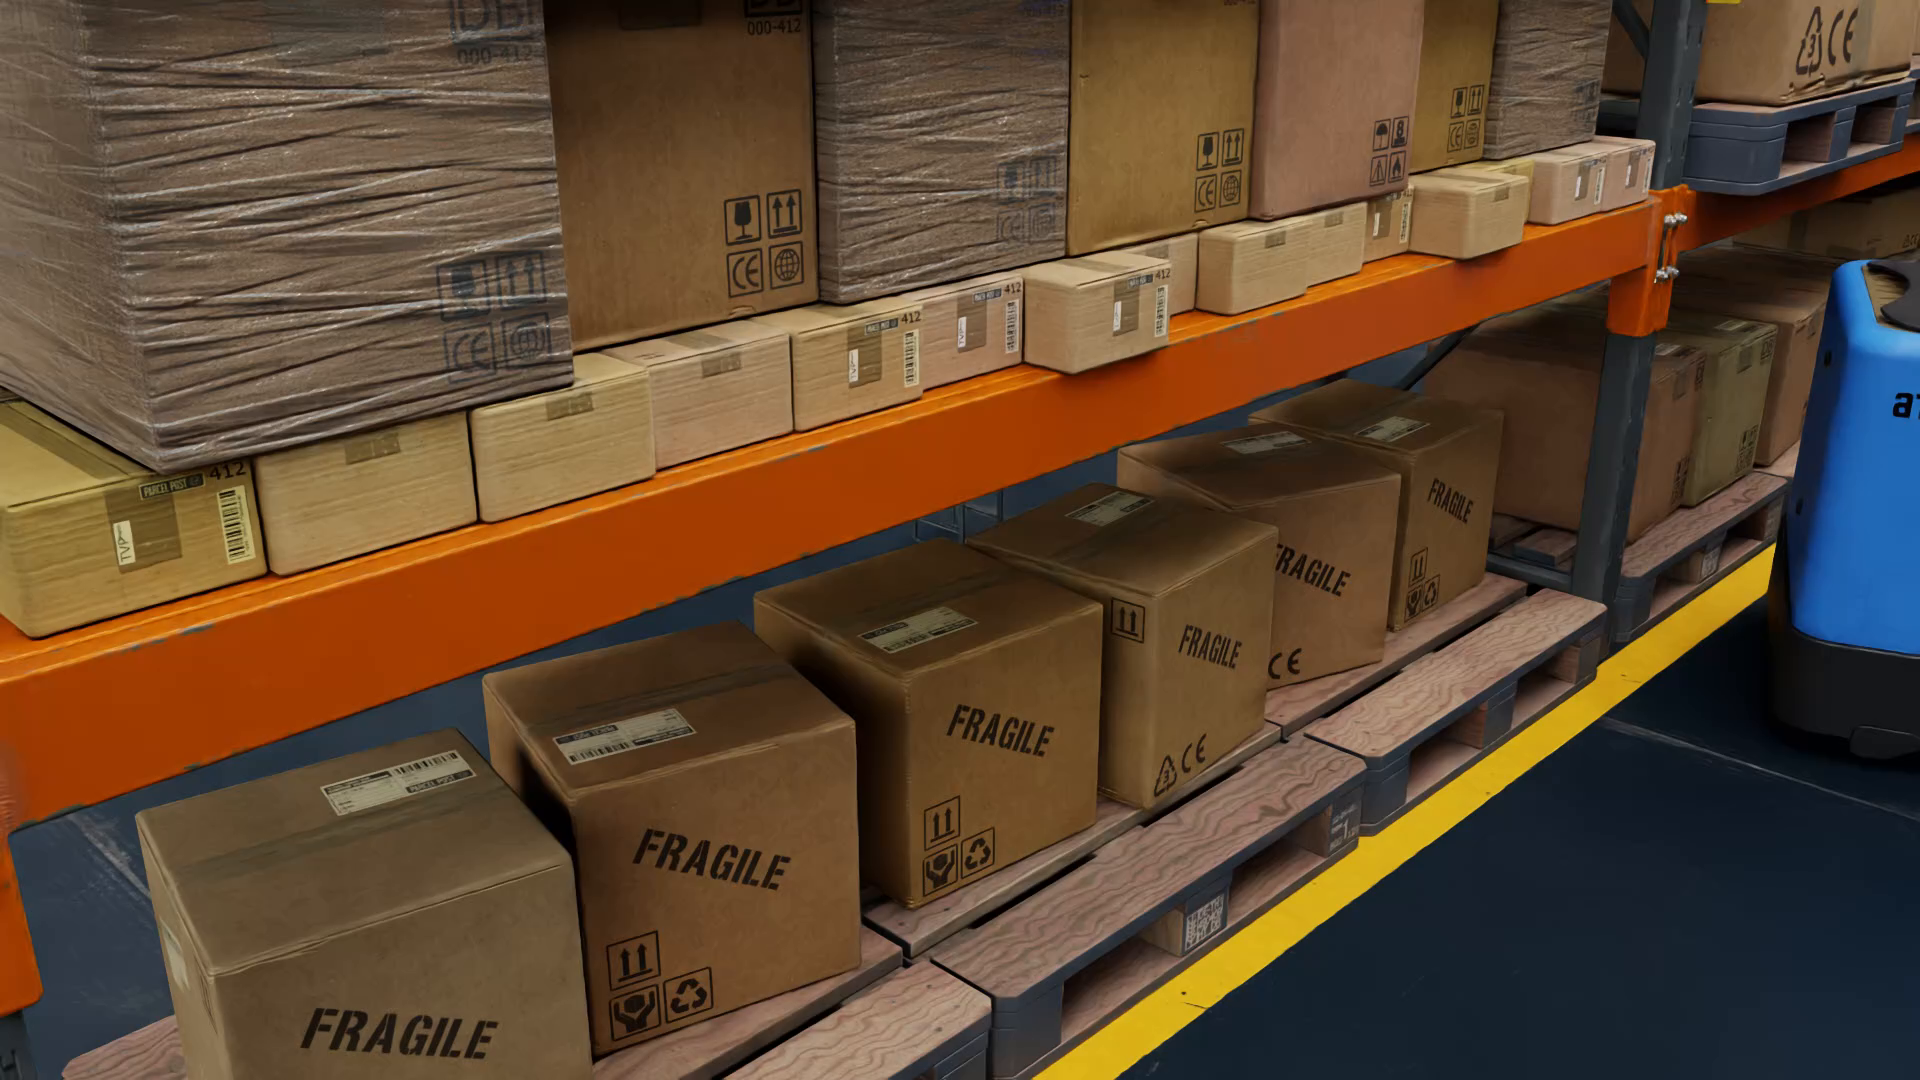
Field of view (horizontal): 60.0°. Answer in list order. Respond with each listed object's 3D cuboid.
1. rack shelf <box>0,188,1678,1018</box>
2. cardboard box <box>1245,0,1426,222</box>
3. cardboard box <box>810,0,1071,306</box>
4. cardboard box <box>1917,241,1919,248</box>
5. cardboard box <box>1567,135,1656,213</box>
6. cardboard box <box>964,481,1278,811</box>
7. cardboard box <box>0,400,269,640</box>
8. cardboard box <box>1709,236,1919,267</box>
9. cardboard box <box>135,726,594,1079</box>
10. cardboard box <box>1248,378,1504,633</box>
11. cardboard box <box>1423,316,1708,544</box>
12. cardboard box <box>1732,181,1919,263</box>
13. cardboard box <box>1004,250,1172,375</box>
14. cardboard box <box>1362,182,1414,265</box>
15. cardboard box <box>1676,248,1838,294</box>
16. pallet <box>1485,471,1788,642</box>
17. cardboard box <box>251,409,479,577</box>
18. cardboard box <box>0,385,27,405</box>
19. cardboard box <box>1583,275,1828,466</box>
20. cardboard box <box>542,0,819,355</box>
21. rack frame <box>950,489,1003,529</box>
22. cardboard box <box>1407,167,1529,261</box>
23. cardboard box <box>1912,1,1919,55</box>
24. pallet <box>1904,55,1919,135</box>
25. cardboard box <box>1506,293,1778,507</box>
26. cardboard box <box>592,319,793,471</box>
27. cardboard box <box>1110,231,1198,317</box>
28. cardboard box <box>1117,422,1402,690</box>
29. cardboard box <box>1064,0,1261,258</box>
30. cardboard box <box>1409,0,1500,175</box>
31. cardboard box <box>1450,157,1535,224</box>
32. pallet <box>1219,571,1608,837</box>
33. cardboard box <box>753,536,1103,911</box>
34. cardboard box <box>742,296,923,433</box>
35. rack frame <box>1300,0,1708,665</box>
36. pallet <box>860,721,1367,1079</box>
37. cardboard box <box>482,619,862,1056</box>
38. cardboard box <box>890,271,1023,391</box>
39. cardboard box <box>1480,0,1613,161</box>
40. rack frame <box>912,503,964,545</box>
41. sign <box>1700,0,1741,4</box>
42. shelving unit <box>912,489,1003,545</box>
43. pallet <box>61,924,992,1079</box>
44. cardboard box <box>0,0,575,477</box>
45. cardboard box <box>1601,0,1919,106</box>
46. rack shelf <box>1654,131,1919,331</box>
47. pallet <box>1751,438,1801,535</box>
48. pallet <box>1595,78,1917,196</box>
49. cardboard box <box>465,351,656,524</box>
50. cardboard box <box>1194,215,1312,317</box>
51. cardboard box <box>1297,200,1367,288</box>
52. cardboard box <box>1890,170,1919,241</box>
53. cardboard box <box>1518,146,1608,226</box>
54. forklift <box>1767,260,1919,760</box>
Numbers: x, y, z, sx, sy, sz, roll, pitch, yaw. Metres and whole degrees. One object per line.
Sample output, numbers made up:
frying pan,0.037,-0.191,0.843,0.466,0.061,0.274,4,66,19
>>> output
rack shelf,0.039,-0.326,3.245,1.077,0.370,4.000,19,28,41
cardboard box,0.426,-0.988,3.411,0.875,0.500,0.500,19,28,41
cardboard box,-0.310,-0.744,2.776,0.875,0.500,0.500,19,28,41
cardboard box,3.772,-1.066,7.038,0.700,0.500,0.500,17,27,38
cardboard box,1.495,-0.930,4.164,0.380,0.149,0.250,19,28,41
cardboard box,0.356,0.216,3.731,0.500,0.500,0.500,16,26,36
cardboard box,-0.986,-0.044,1.859,0.380,0.149,0.250,19,28,41
cardboard box,3.394,-0.920,6.658,0.700,0.500,0.500,16,26,36
cardboard box,-0.908,0.666,2.559,0.500,0.500,0.500,-14,25,-32
cardboard box,1.127,-0.113,4.586,0.500,0.500,0.500,18,28,39
cardboard box,1.878,-0.367,5.220,0.700,0.500,0.500,17,27,37
cardboard box,3.416,-1.274,6.535,0.500,0.250,0.500,-16,26,-36
cardboard box,0.130,-0.406,2.799,0.380,0.149,0.250,19,28,41
cardboard box,0.733,-0.696,3.554,0.380,0.149,0.250,19,28,41
cardboard box,3.004,-0.773,6.275,0.500,0.500,0.700,-17,27,-38
pallet,1.977,-0.075,5.476,1.003,0.211,1.213,19,28,41
cardboard box,-0.798,-0.104,2.014,0.380,0.149,0.250,19,28,41
cardboard box,-1.305,-0.156,2.149,0.380,0.149,0.250,19,28,41
cardboard box,2.615,-0.629,5.901,0.700,0.500,0.500,16,26,36
cardboard box,-0.690,-0.627,2.470,0.875,0.500,0.500,19,28,41
rack frame,0.054,-0.580,5.411,0.240,1.200,0.006,19,28,41
cardboard box,1.002,-0.727,3.635,0.380,0.149,0.250,19,28,41
cardboard box,3.255,-1.842,5.787,0.396,0.266,0.258,18,28,39
pallet,2.873,-1.596,5.813,1.003,0.211,1.213,19,28,41
cardboard box,2.225,-0.485,5.527,0.700,0.500,0.500,19,28,40
cardboard box,-0.453,-0.234,2.352,0.380,0.149,0.250,19,28,41
cardboard box,0.209,-0.503,3.053,0.380,0.149,0.250,19,28,41
cardboard box,0.733,0.036,4.198,0.500,0.500,0.500,-11,23,-25
cardboard box,0.047,-0.870,3.103,0.875,0.500,0.500,19,28,41
cardboard box,0.702,-1.142,3.811,0.875,0.500,0.500,19,28,41
cardboard box,1.097,-0.819,3.875,0.380,0.149,0.250,19,28,41
pallet,0.991,0.307,4.482,1.003,0.211,1.213,19,28,41
cardboard box,-0.065,0.348,3.387,0.500,0.500,0.500,-17,27,-37
cardboard box,-0.274,-0.296,2.515,0.380,0.149,0.250,19,28,41
rack frame,1.435,-1.176,4.454,1.000,3.000,0.127,19,28,41
pallet,0.140,0.622,3.662,1.003,0.211,1.213,19,28,41
cardboard box,-0.516,0.504,2.981,0.500,0.500,0.500,-12,24,-28
cardboard box,-0.119,-0.367,2.700,0.380,0.149,0.250,19,28,41
cardboard box,1.076,-1.262,4.122,0.875,0.500,0.500,19,28,41
rack frame,-0.074,-0.533,5.288,0.240,1.200,0.006,19,28,41
sign,1.829,-1.447,3.950,0.100,0.325,0.005,19,28,41
shelving unit,-0.010,-0.556,5.350,0.258,1.200,0.189,19,28,41
pallet,-0.711,0.934,2.850,1.003,0.211,1.213,19,28,41
cardboard box,-0.952,-0.468,2.057,0.875,0.500,0.500,19,28,41
cardboard box,2.089,-1.822,4.711,1.000,1.000,1.000,19,28,41
rack shelf,2.830,-1.355,5.921,1.077,0.370,4.000,19,28,41
pallet,2.828,-0.390,6.296,1.003,0.211,1.213,19,28,41
pallet,2.072,-1.247,4.905,1.003,0.211,1.213,19,28,41
cardboard box,-0.613,-0.164,2.171,0.380,0.149,0.250,19,28,41
cardboard box,0.438,-0.548,3.170,0.380,0.149,0.250,19,28,41
cardboard box,0.588,-0.621,3.360,0.380,0.149,0.250,19,28,41
cardboard box,3.779,-1.413,6.896,0.500,0.250,0.500,-19,28,-40
cardboard box,1.314,-0.868,4.003,0.380,0.149,0.250,19,28,41
forklift,3.626,-0.787,3.537,3.031,2.935,1.130,9,23,22
